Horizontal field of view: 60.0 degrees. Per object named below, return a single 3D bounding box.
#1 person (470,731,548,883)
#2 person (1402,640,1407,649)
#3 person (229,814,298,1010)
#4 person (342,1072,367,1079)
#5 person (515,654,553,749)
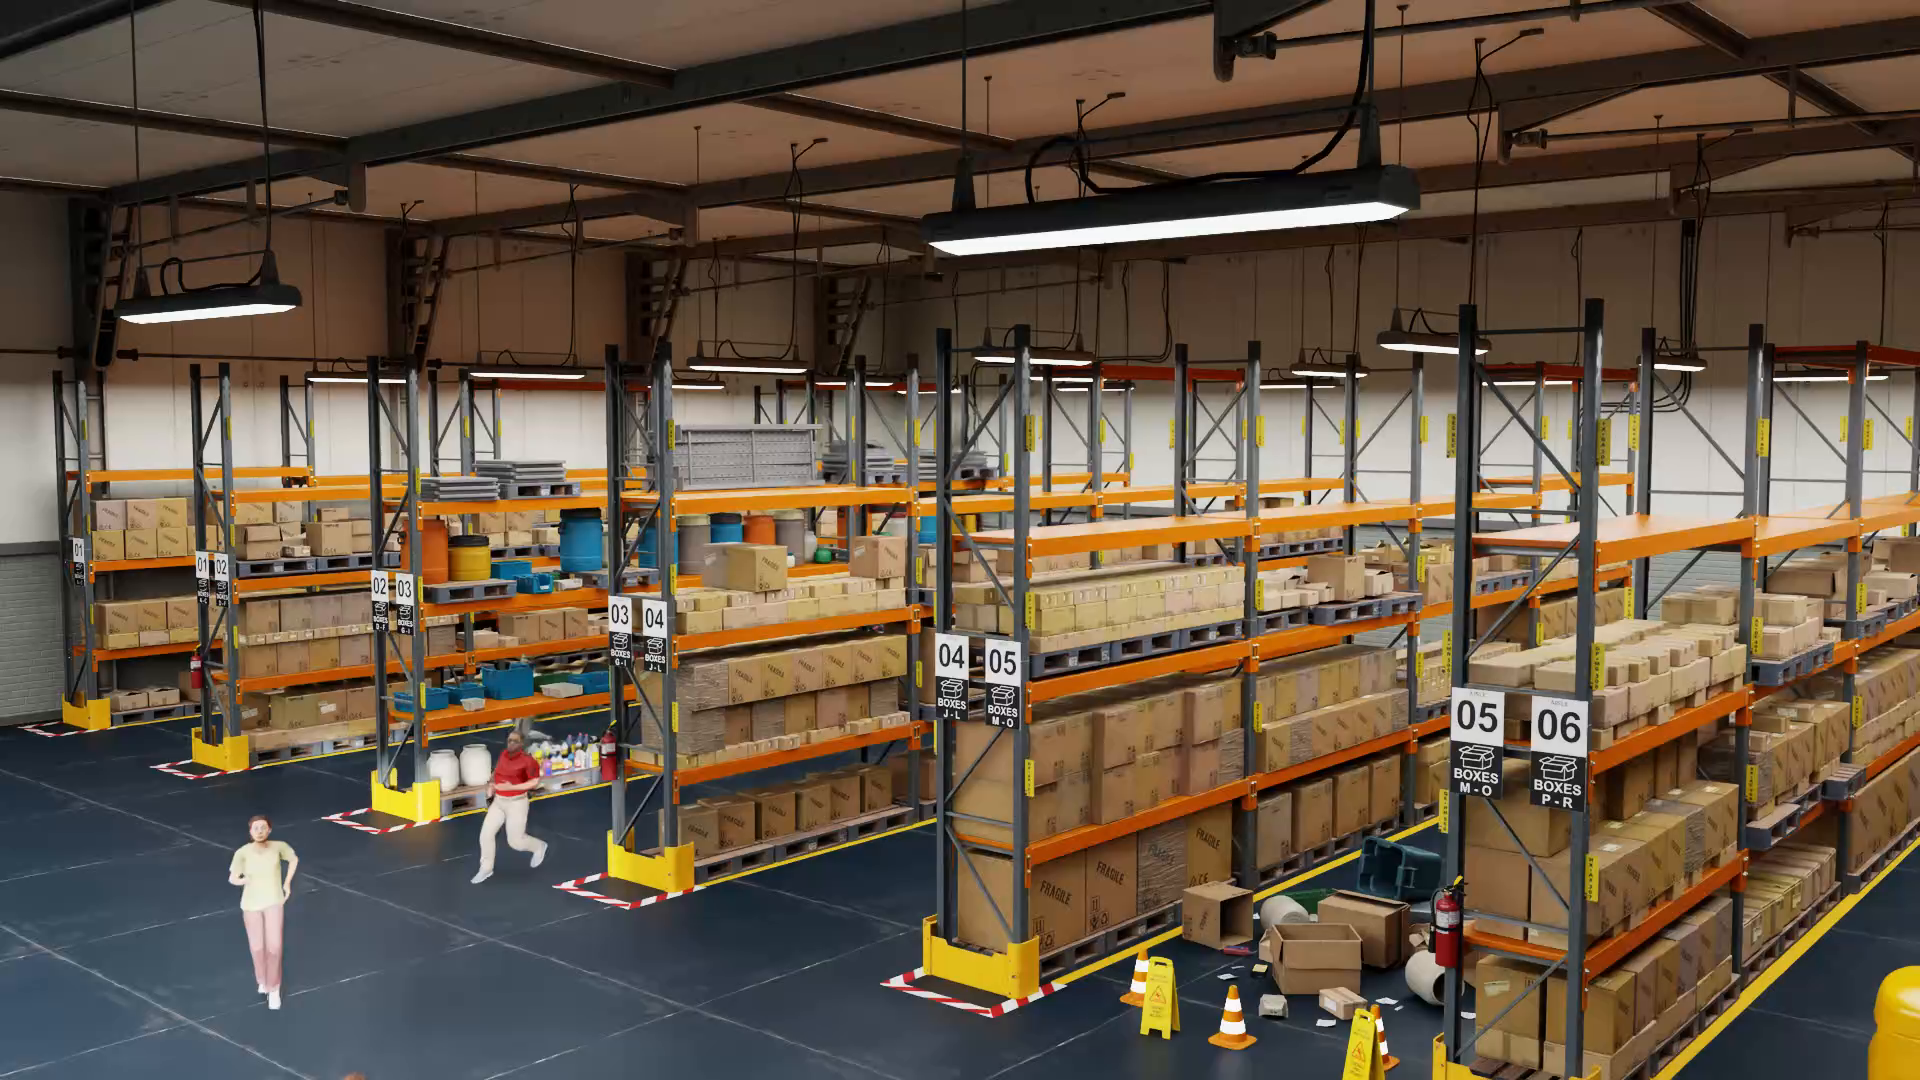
[{"bbox_3d":[-5.030,2.995,18.780,0.691,1.705,0.867,2,5,28],"label":"person"},{"bbox_3d":[7.101,2.421,26.144,0.687,1.734,0.636,4,6,44],"label":"person"},{"bbox_3d":[-6.158,3.273,14.711,0.558,1.698,0.670,-1,4,-18],"label":"person"},{"bbox_3d":[-3.347,3.712,9.193,0.548,1.568,0.805,-1,4,-17],"label":"person"},{"bbox_3d":[-6.494,2.534,25.165,0.652,1.643,0.548,4,5,41],"label":"person"}]
